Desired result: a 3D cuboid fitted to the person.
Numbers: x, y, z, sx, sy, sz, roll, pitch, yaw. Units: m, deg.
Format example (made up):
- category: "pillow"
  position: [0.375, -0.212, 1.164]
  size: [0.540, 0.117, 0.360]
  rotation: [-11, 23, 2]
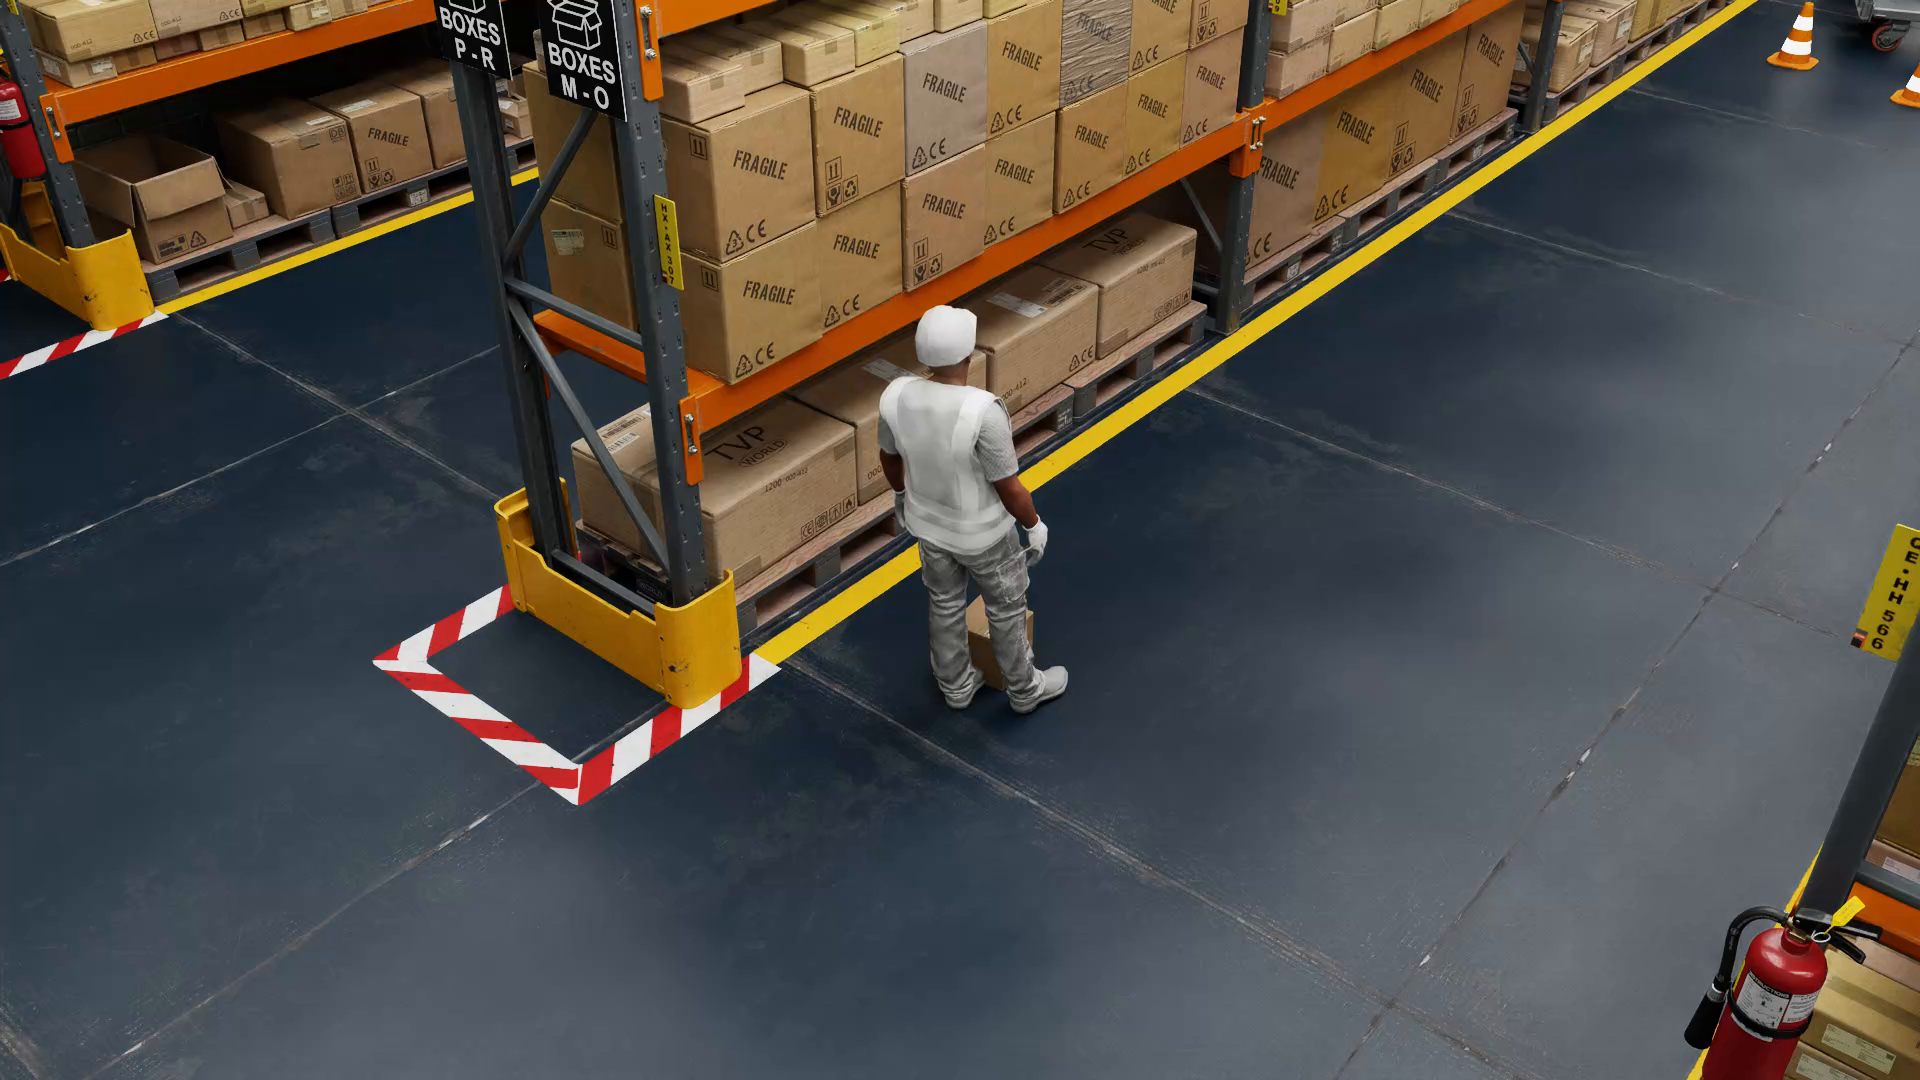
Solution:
- category: "person"
  position: [0.052, -0.110, 6.270]
  size: [0.656, 1.781, 0.577]
  rotation: [20, 39, 26]
